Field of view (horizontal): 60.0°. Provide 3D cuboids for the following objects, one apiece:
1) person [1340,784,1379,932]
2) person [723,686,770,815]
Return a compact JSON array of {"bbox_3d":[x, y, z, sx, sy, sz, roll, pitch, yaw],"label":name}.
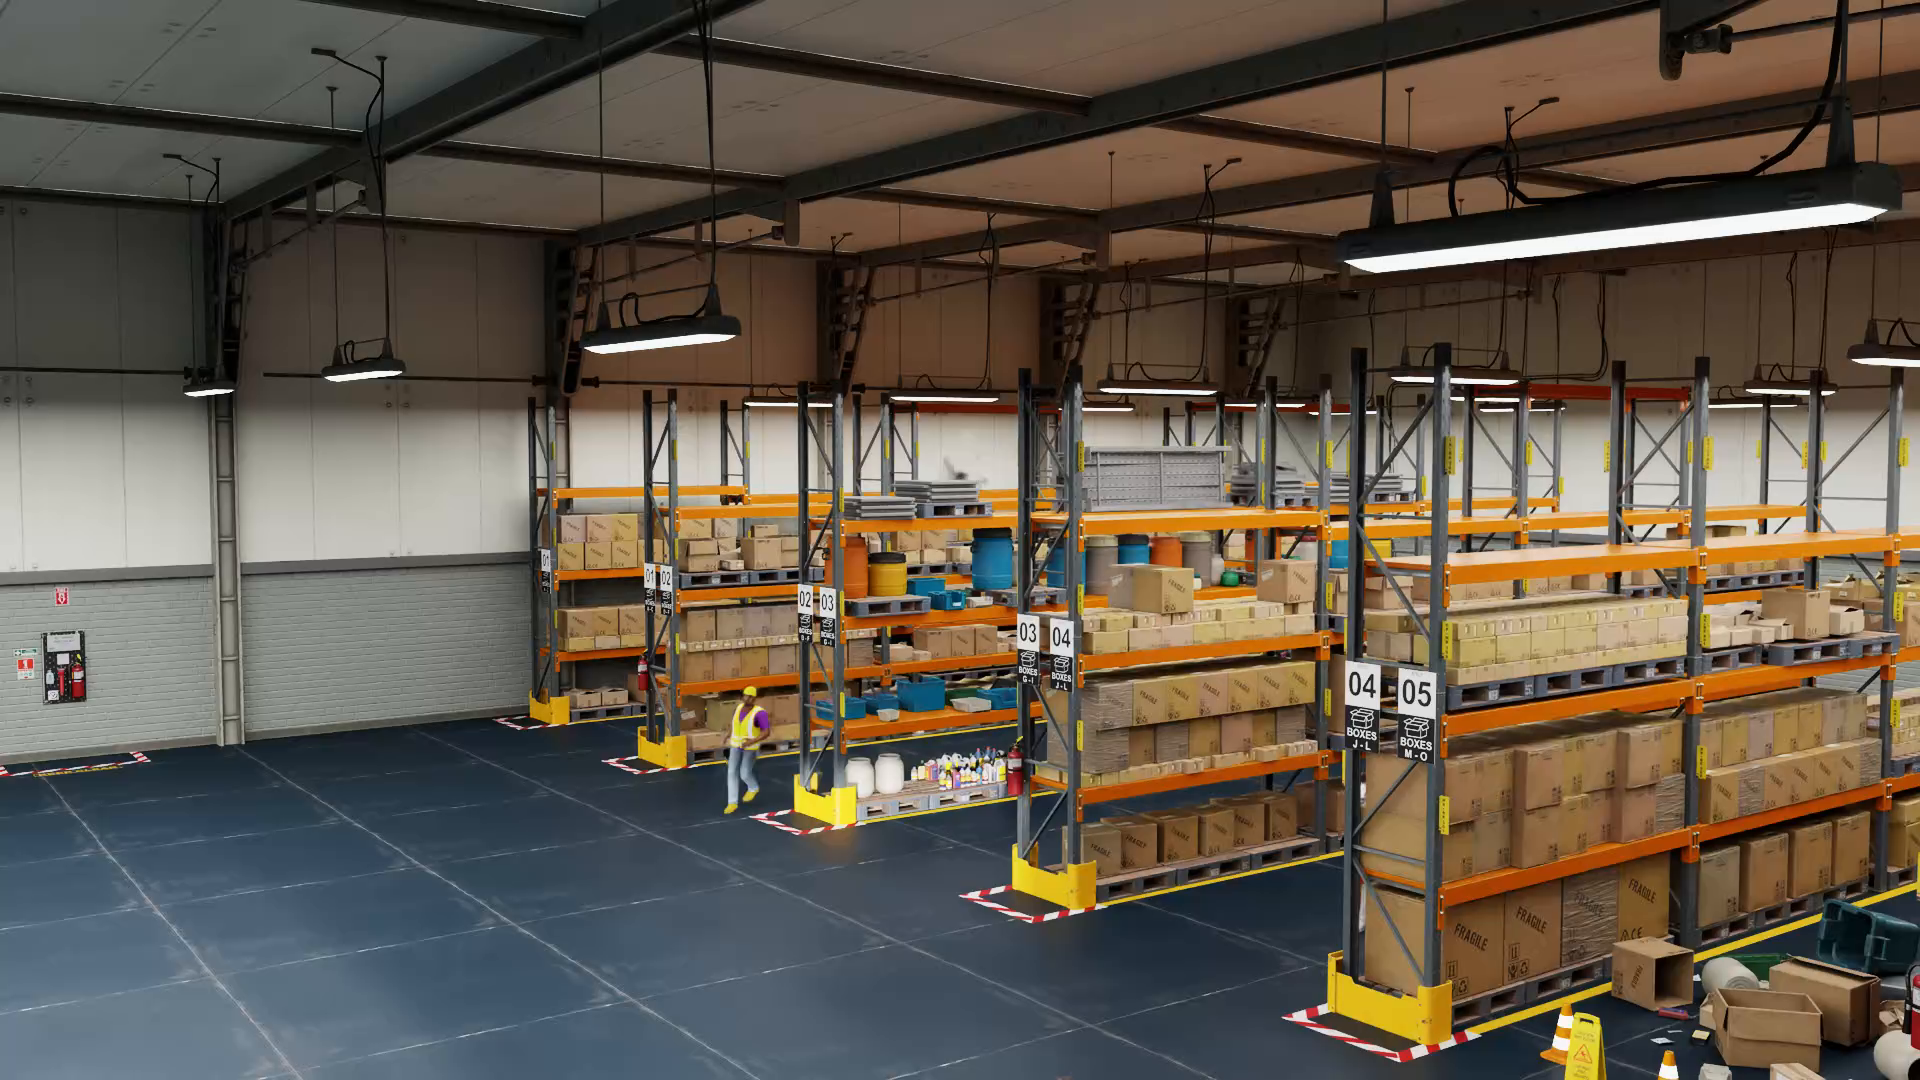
[{"bbox_3d":[4.436,3.252,17.786,0.725,1.741,0.904,3,5,42],"label":"person"},{"bbox_3d":[-2.970,2.917,23.350,0.716,1.757,0.822,1,4,21],"label":"person"}]
